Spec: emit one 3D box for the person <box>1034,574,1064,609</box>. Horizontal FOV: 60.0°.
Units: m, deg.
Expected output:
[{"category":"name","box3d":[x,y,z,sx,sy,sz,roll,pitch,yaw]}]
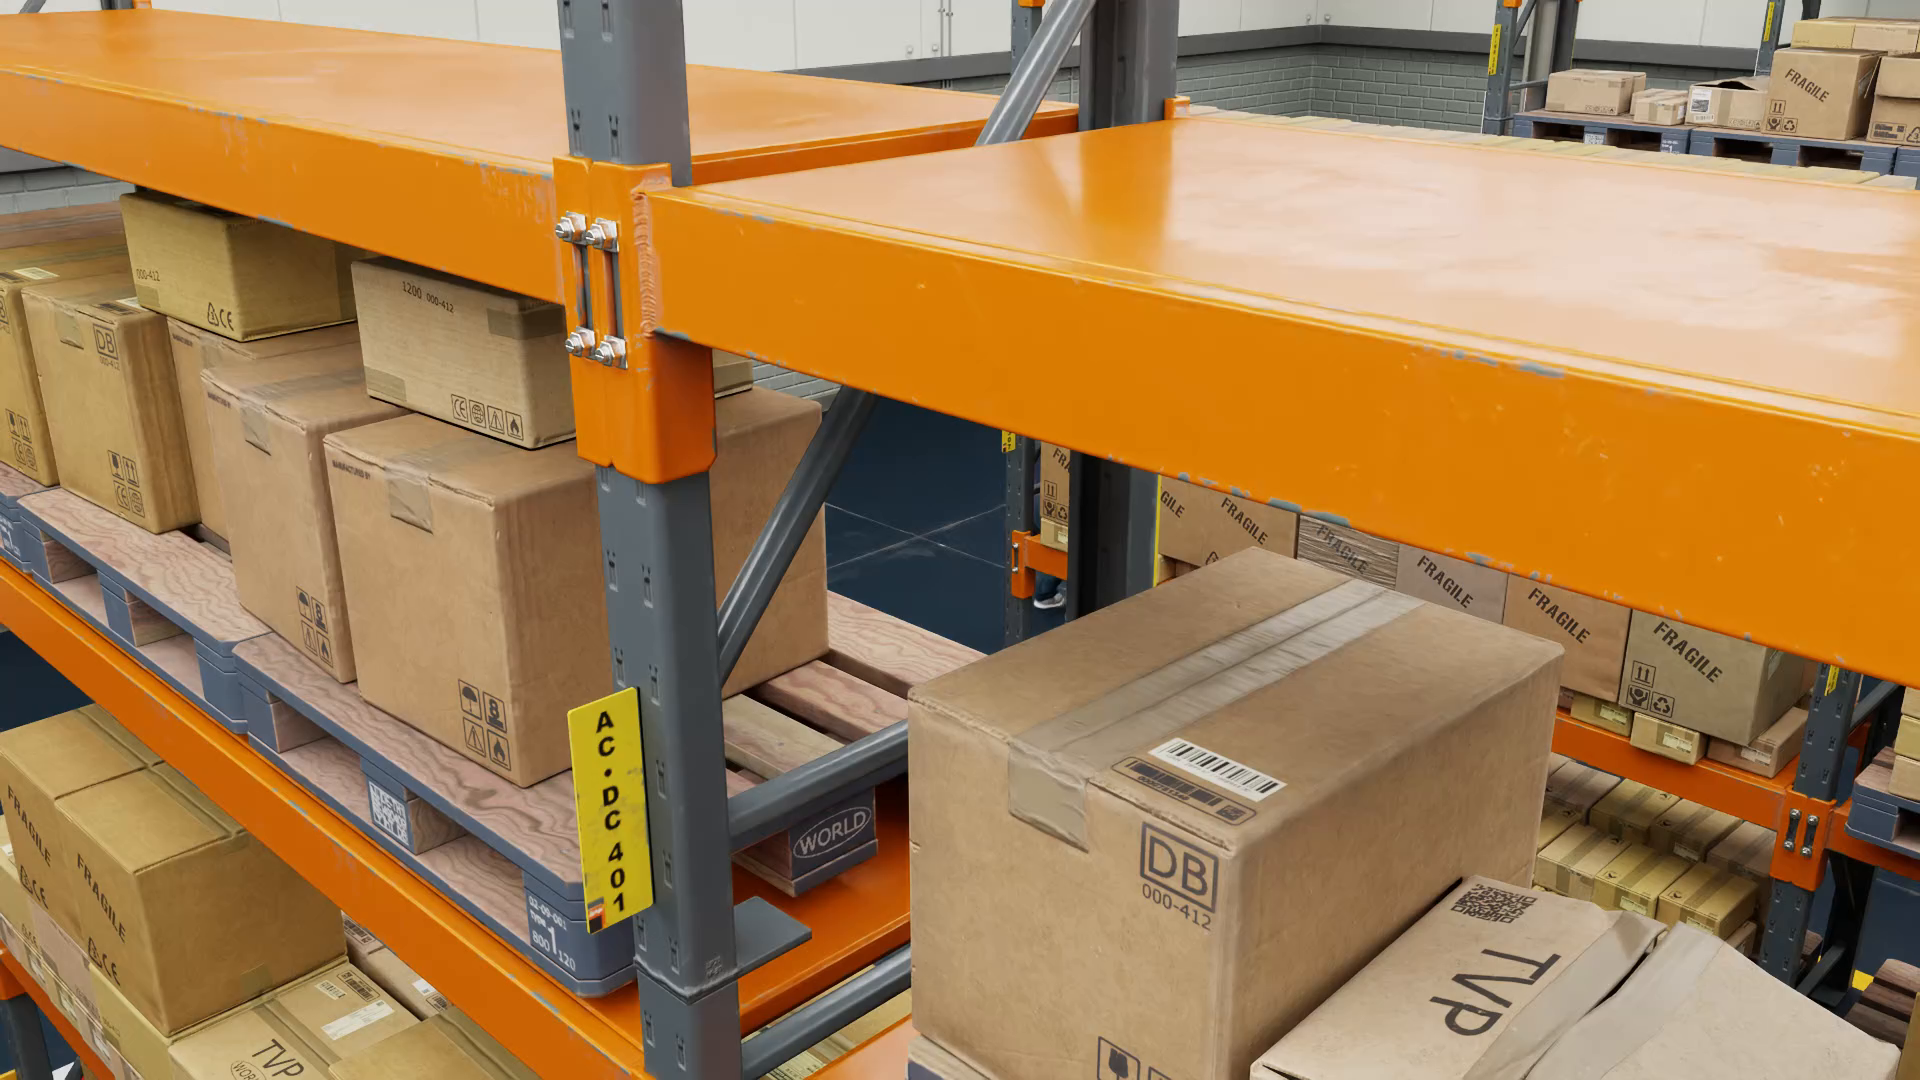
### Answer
[{"category":"person","box3d":[0.920,-0.203,10.644,0.846,1.540,0.551,-3,21,-7]}]
